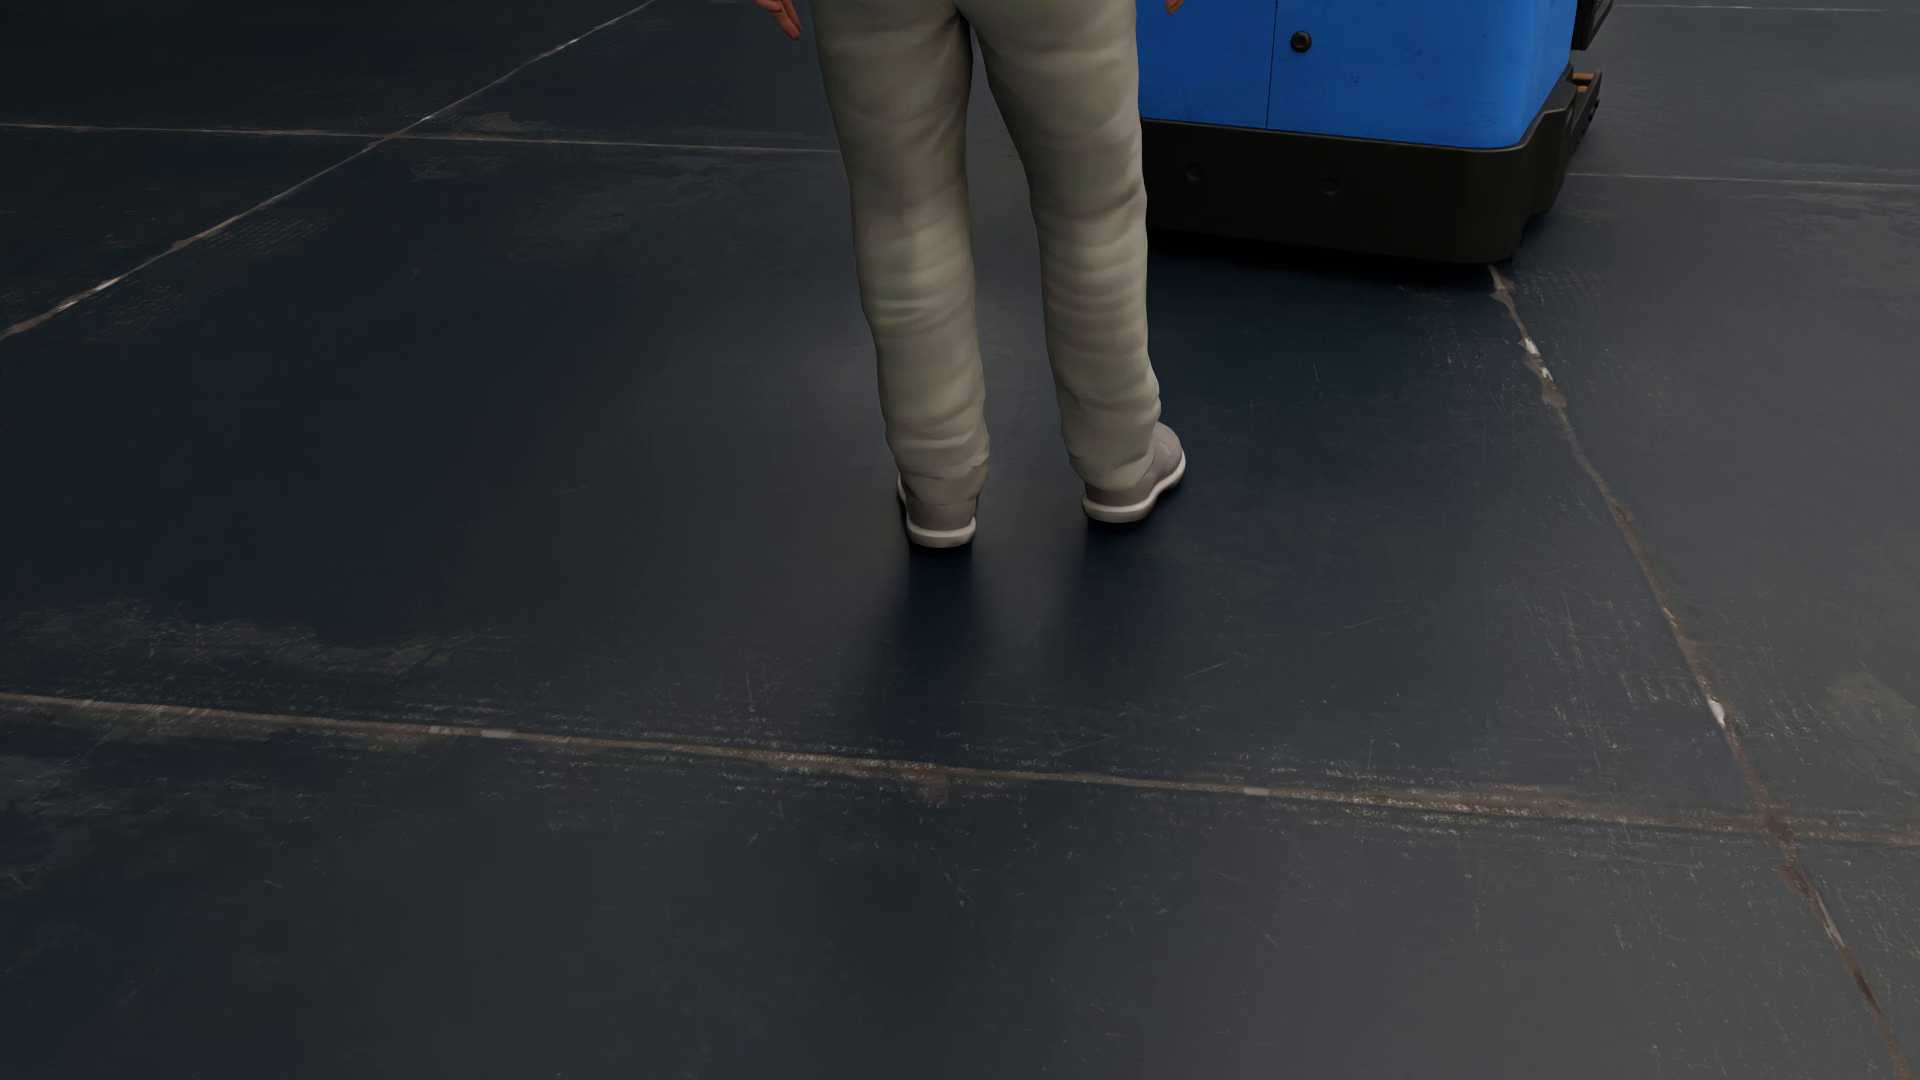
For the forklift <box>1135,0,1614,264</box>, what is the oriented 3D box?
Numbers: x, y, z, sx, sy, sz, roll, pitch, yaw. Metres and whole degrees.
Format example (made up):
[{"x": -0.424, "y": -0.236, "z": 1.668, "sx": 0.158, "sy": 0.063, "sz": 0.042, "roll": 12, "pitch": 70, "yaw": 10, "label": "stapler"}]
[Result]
[{"x": 1.265, "y": -2.525, "z": 4.278, "sx": 1.130, "sy": 2.935, "sz": 3.031, "roll": 11, "pitch": 29, "yaw": 21, "label": "forklift"}]

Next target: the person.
[{"x": 0.022, "y": -0.838, "z": 2.167, "sx": 0.641, "sy": 1.780, "sz": 0.574, "roll": 3, "pitch": 27, "yaw": 7, "label": "person"}]
